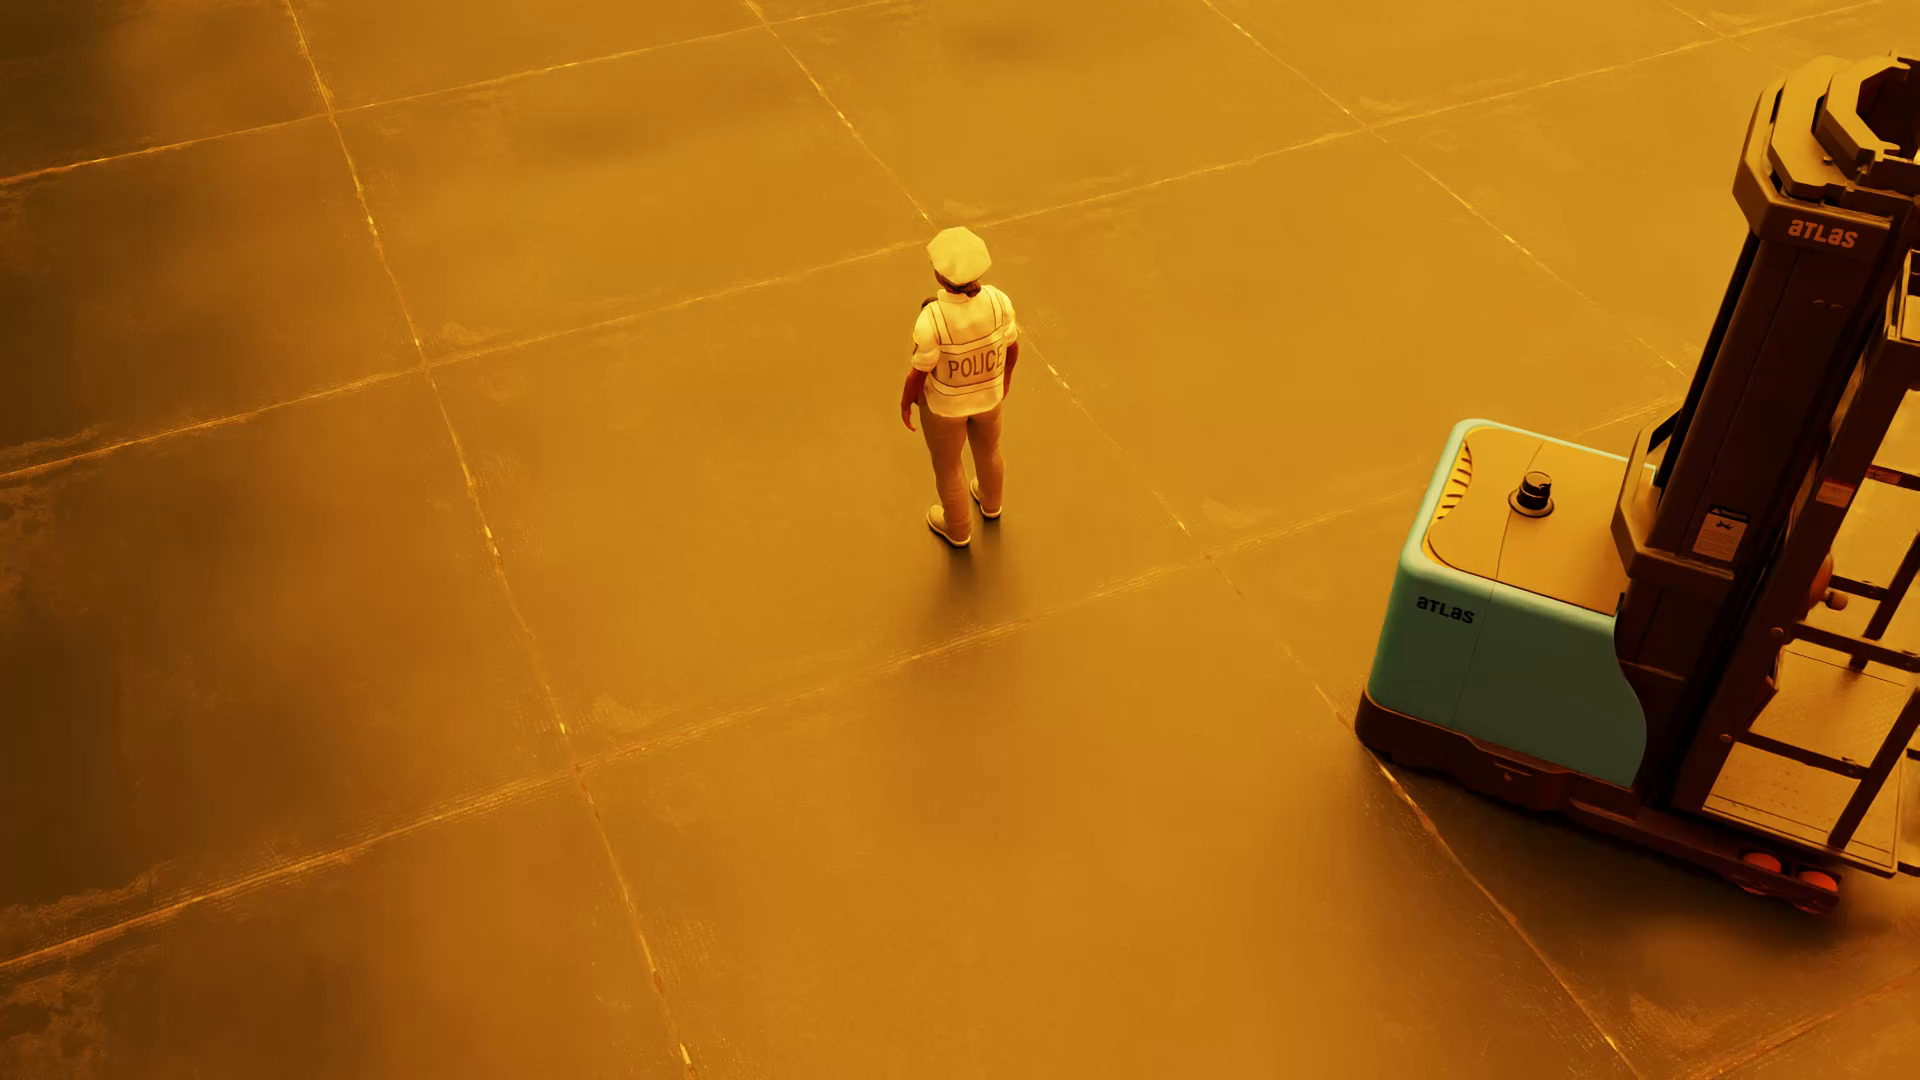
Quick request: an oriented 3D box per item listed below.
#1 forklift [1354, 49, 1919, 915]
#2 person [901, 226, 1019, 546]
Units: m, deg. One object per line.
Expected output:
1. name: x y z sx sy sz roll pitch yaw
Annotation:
1. forklift: 3.190 -0.074 5.760 3.031 2.935 1.130 18 46 18
2. person: -0.013 -0.677 7.301 0.569 1.695 0.528 -18 46 -18
